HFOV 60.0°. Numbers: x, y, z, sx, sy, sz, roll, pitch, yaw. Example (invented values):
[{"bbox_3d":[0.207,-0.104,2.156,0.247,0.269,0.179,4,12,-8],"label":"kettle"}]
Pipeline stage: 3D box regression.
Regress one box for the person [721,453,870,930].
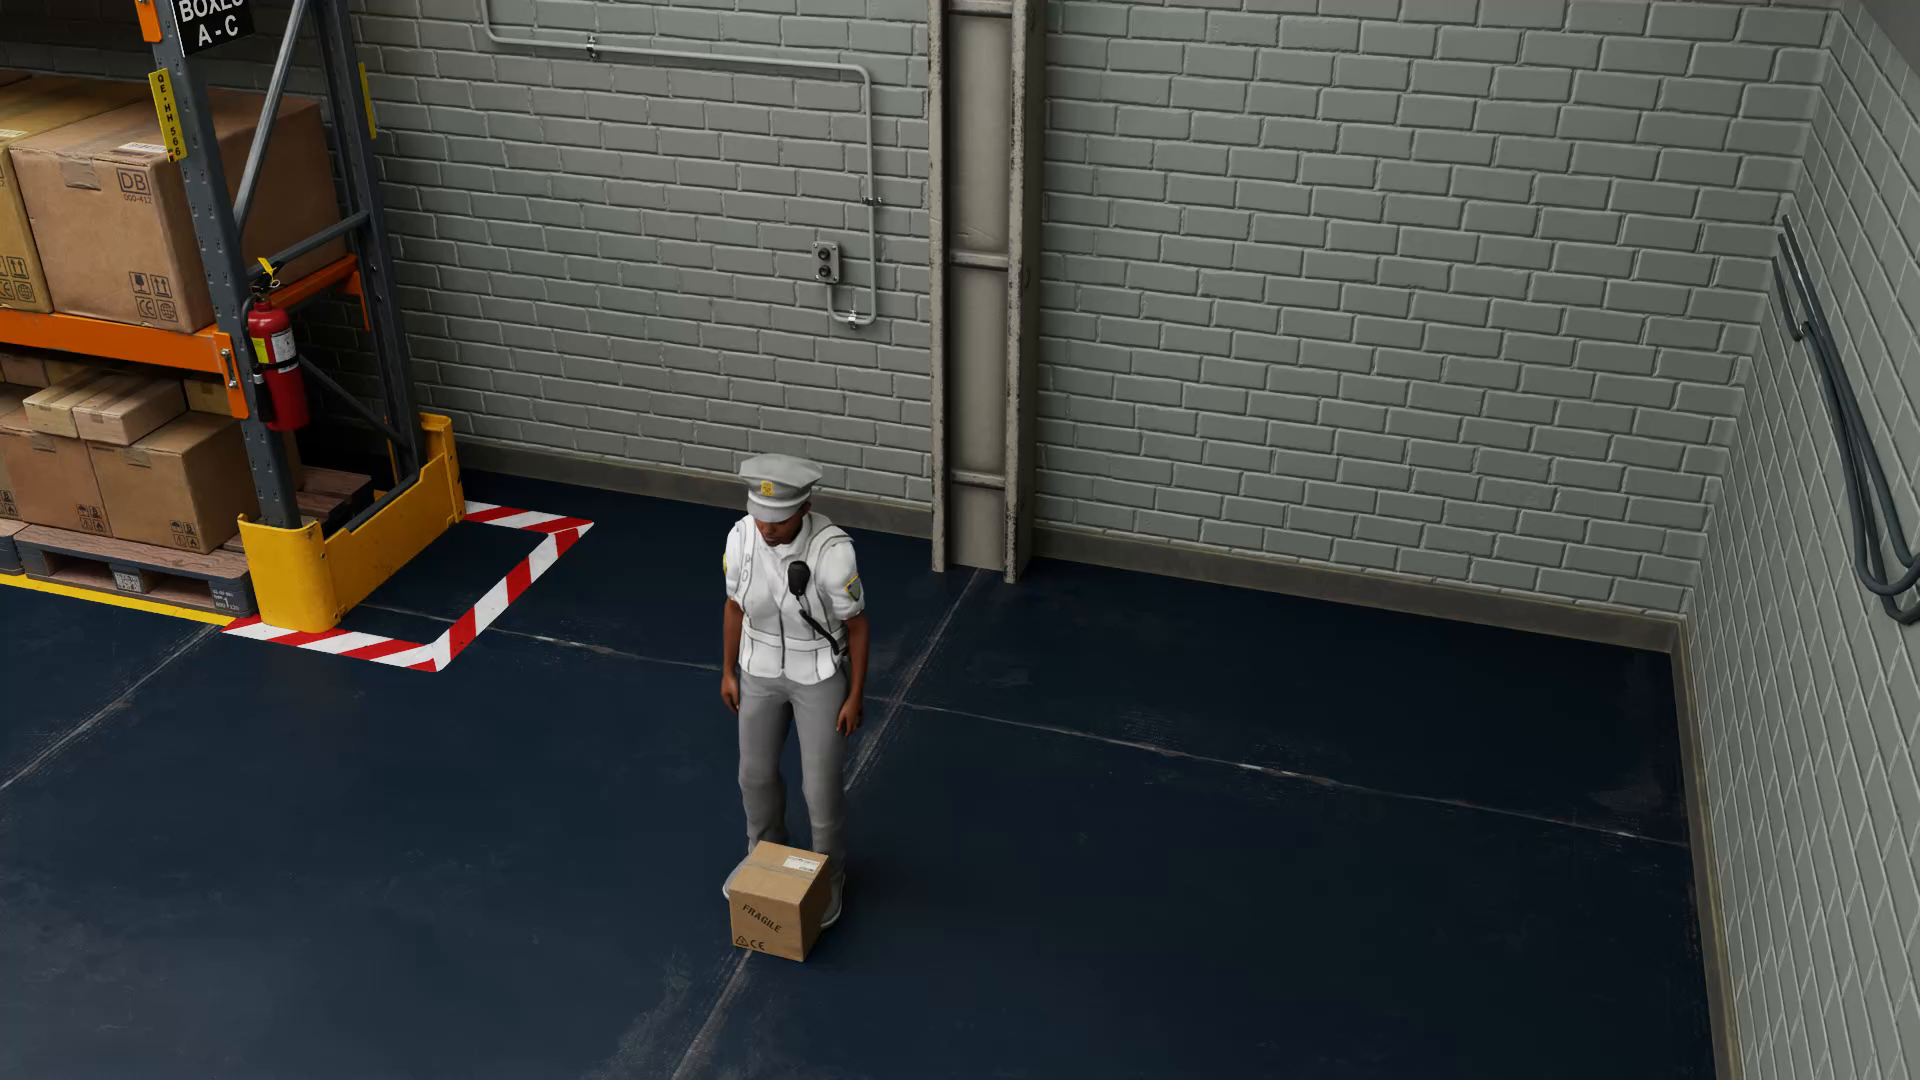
[{"bbox_3d":[-0.537,0.463,5.306,0.504,1.658,0.419,9,31,15],"label":"person"}]
